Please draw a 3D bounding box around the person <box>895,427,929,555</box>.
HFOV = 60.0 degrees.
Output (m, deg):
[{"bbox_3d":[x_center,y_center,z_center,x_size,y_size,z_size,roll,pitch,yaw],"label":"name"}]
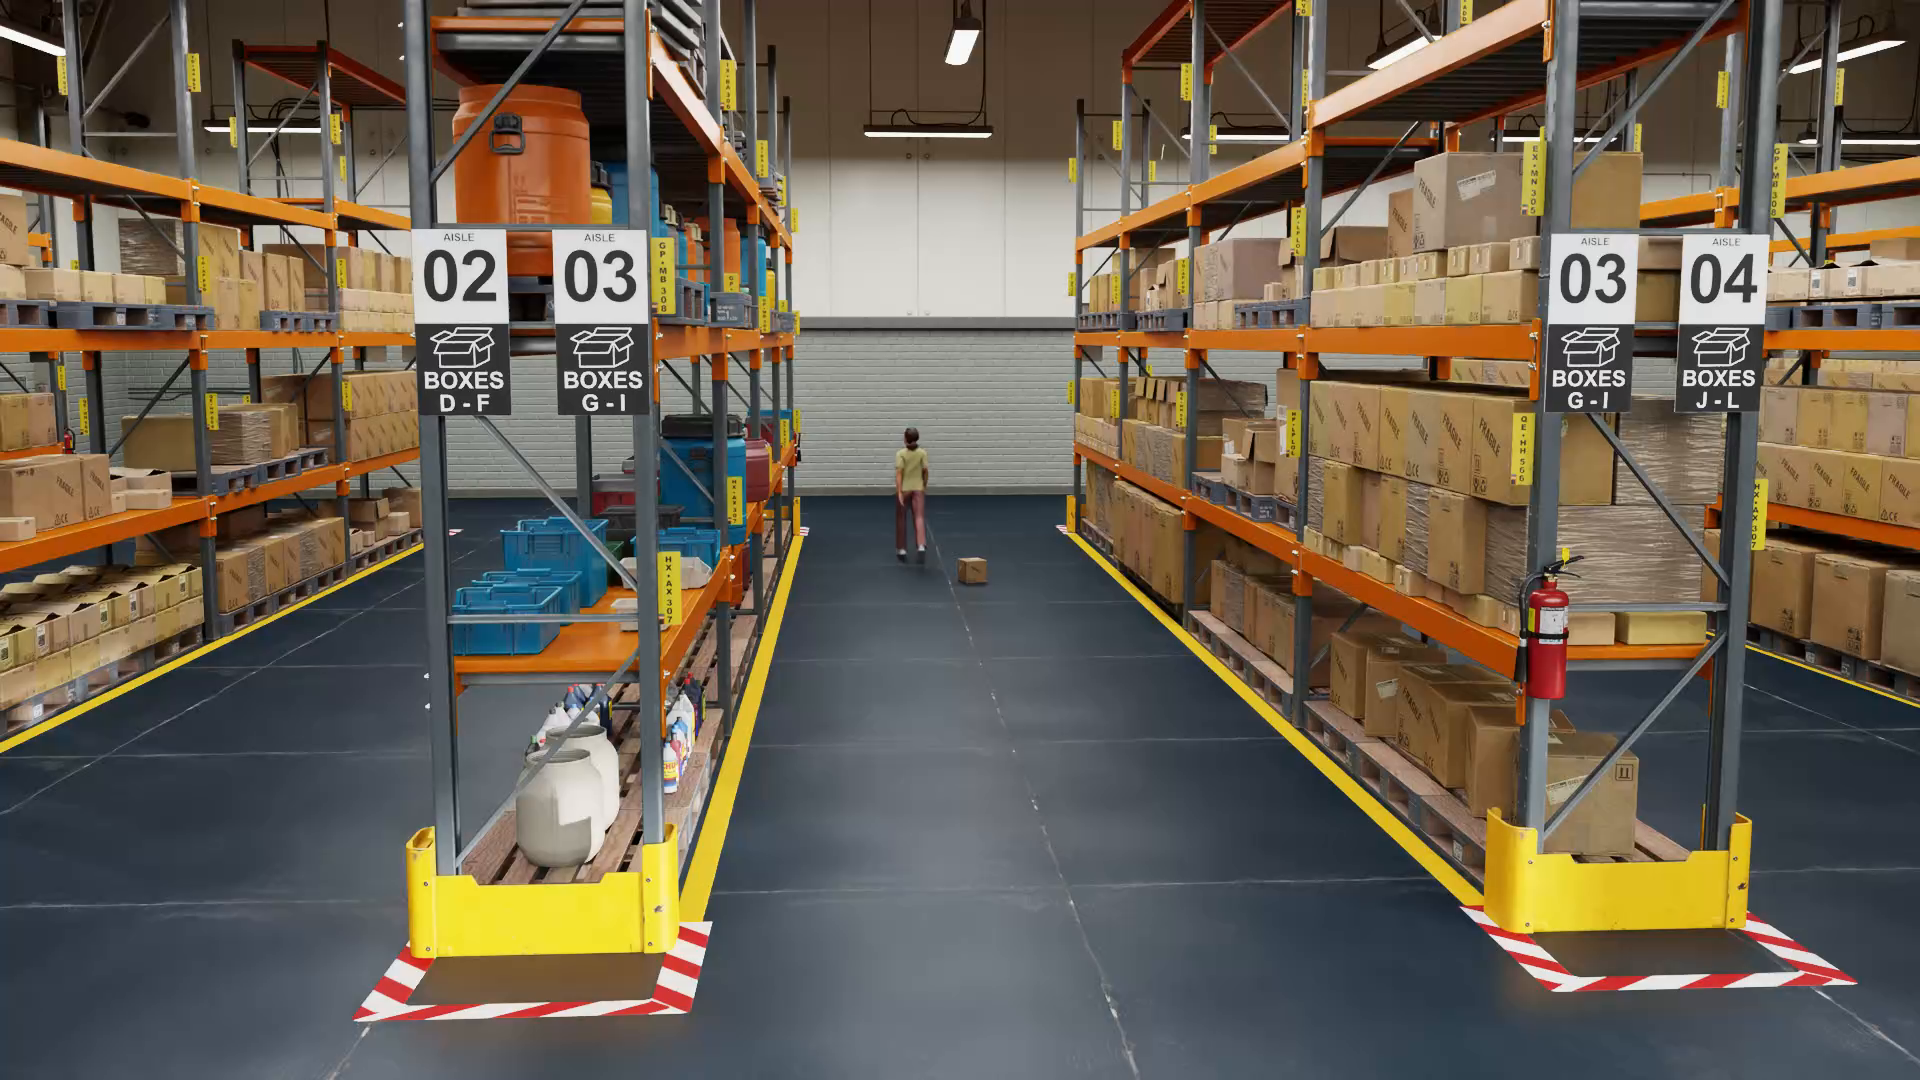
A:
[{"bbox_3d":[-0.607,-0.598,20.688,0.445,1.623,0.997,-1,7,-11],"label":"person"}]
